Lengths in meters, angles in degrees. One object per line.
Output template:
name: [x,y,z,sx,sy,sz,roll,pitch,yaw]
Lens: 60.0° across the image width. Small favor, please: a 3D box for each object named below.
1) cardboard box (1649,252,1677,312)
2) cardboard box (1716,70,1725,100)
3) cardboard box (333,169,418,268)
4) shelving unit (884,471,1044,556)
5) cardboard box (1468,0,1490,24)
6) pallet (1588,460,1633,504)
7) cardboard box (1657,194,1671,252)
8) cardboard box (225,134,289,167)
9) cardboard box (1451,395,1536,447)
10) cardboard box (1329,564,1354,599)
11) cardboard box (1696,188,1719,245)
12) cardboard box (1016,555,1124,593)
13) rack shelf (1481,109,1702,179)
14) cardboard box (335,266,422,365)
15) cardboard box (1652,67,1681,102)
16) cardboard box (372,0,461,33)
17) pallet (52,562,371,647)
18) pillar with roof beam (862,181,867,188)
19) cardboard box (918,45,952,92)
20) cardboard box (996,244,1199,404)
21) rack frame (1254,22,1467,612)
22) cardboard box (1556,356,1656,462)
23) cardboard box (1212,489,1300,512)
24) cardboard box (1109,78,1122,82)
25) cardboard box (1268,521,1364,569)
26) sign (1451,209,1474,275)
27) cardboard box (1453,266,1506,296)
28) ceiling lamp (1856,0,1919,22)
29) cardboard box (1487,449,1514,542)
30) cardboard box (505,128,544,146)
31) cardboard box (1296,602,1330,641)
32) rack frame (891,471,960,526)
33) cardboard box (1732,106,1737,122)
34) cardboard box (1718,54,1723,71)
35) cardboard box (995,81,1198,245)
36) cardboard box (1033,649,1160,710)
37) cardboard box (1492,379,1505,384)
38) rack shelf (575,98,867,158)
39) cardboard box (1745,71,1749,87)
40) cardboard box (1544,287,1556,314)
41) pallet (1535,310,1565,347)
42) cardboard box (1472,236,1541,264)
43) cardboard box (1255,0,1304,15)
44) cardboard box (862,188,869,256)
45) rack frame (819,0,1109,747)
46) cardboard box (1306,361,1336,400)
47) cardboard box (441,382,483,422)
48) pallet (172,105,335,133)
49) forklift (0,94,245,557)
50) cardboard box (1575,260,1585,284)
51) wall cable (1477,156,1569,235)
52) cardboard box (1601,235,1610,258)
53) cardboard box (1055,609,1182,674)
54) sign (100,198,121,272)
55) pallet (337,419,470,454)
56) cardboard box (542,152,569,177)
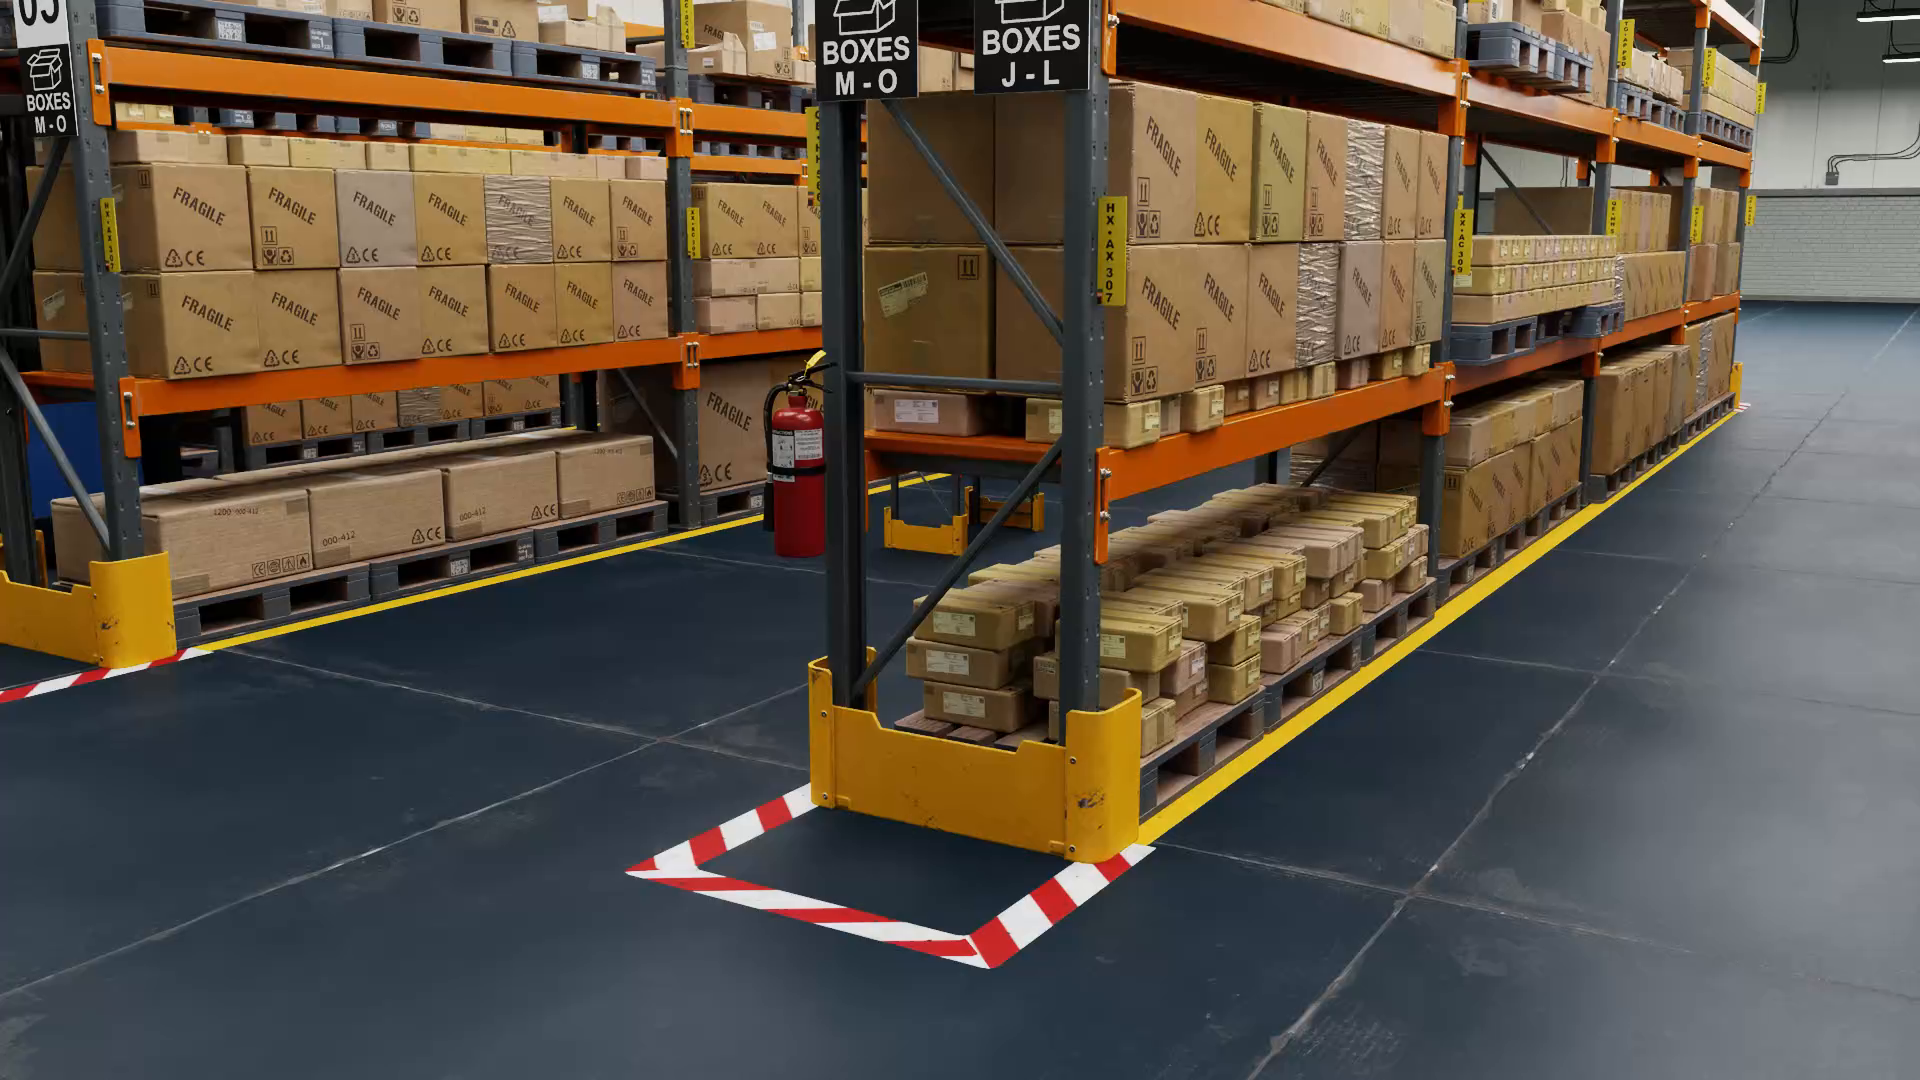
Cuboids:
cardboard box: [5.919,-2.252,14.477,0.500,0.500,0.500,6,12,30]
cardboard box: [6.978,-4.322,15.840,0.500,0.250,0.500,6,12,30]
cardboard box: [-3.274,-1.713,8.876,0.500,0.500,0.500,6,12,30]
shelving unit: [0.040,-0.749,10.795,0.587,1.500,1.083,6,12,31]
cardboard box: [2.361,-2.911,8.703,0.700,0.500,0.500,6,12,31]
pallet: [4.621,-0.507,13.005,1.003,0.211,1.213,6,12,31]
cardboard box: [5.971,-2.852,14.964,0.700,0.500,0.500,6,12,30]
cardboard box: [-3.560,-1.927,8.258,0.380,0.149,0.250,7,13,32]
cardboard box: [3.223,-0.733,10.248,0.500,0.250,0.500,7,13,33]
cardboard box: [1.595,0.156,7.681,0.380,0.149,0.250,7,13,32]
cardboard box: [7.029,-3.219,16.569,0.875,0.550,0.550,6,12,31]
cardboard box: [0.446,0.170,6.796,0.380,0.149,0.250,6,12,28]
rack shelf: [5.186,-3.197,13.595,1.077,0.370,4.000,6,12,31]
cardboard box: [-3.276,-1.218,8.950,0.500,0.500,0.500,6,12,30]
cardboard box: [5.771,-3.831,14.025,0.500,0.250,0.500,6,12,30]
cardboard box: [-3.114,-3.042,9.129,0.500,0.500,0.500,7,12,32]
pallet: [-3.941,0.277,8.814,1.003,0.211,1.213,6,12,31]
pillar with roof beam: [2.321,-6.464,20.942,9.100,9.000,0.400,6,12,31]
cardboard box: [-0.487,-3.774,13.313,0.700,0.500,0.500,6,12,28]
cardboard box: [0.463,-0.743,5.604,0.500,0.500,0.500,7,13,33]
rack frame: [2.071,-1.132,8.764,1.000,3.000,0.127,6,12,31]
cardboard box: [4.991,-1.087,13.495,1.050,0.750,0.750,7,12,32]
cardboard box: [1.521,-0.158,8.549,0.380,0.149,0.250,7,13,33]
cardboard box: [1.238,-4.434,16.159,0.500,0.250,0.500,7,12,32]
cardboard box: [1.623,0.020,7.601,0.380,0.149,0.250,6,12,28]
sign: [2.538,-1.507,8.414,0.100,0.325,0.005,6,12,31]
cardboard box: [2.668,-1.379,8.818,0.380,0.149,0.250,7,12,32]
ceiling lamp: [17.856,-11.262,30.710,2.000,3.185,0.800,6,12,31]
cardboard box: [2.954,-0.284,9.886,0.500,0.500,0.500,7,13,33]
cardboard box: [-4.439,-3.989,16.279,0.500,0.250,0.500,6,12,29]
cardboard box: [1.428,0.354,7.430,0.380,0.149,0.250,7,12,32]
rack frame: [-0.220,-0.671,10.375,0.500,1.500,0.032,6,12,31]
cardboard box: [7.626,-4.301,16.811,0.380,0.149,0.250,7,12,31]
cardboard box: [6.967,-4.494,15.671,0.380,0.149,0.250,6,12,30]
cardboard box: [0.454,-1.235,5.517,0.500,0.500,0.500,6,12,30]
cardboard box: [0.485,0.488,5.910,0.380,0.149,0.250,7,13,33]
cardboard box: [3.582,-1.022,11.791,0.500,0.250,0.500,6,12,28]
rack shelf: [-1.174,-3.024,12.676,1.077,0.370,4.000,6,12,31]
cardboard box: [8.019,-4.812,17.372,0.380,0.149,0.250,7,12,32]
cardboard box: [3.342,-1.439,9.945,0.380,0.149,0.250,6,12,30]
pallet: [3.155,-1.352,10.458,1.003,0.211,1.213,6,12,31]
cardboard box: [3.075,-1.649,9.450,0.380,0.149,0.250,6,12,30]
cardboard box: [0.979,-2.115,6.268,0.500,0.250,0.500,6,12,29]
cardboard box: [-0.972,-2.415,12.626,0.500,0.500,0.500,6,12,30]
rack frame: [-0.006,-0.503,5.404,1.000,3.000,0.127,6,12,31]
cardboard box: [1.372,-0.689,7.078,0.380,0.149,0.250,7,13,32]
cardboard box: [-4.954,-1.422,15.966,0.500,0.500,0.500,7,13,33]
pallet: [-6.058,-3.541,13.989,1.213,0.211,1.003,6,12,31]
forklift: [-5.362,-1.498,10.903,1.130,2.935,3.031,6,12,28]
cardboard box: [3.747,-1.707,10.569,0.380,0.149,0.250,6,12,30]
wall cable: [16.877,-10.404,50.427,3.097,2.526,0.112,6,12,31]
cardboard box: [4.152,-1.976,11.199,0.380,0.149,0.250,6,12,30]
cardboard box: [0.556,0.349,5.840,0.380,0.149,0.250,6,12,28]
sign: [-3.818,-1.371,7.470,0.100,0.325,0.005,6,12,31]
pallet: [-5.434,-1.016,15.724,1.003,0.211,1.213,6,12,31]
cardboard box: [-2.584,-2.259,10.031,0.380,0.149,0.250,6,12,30]
